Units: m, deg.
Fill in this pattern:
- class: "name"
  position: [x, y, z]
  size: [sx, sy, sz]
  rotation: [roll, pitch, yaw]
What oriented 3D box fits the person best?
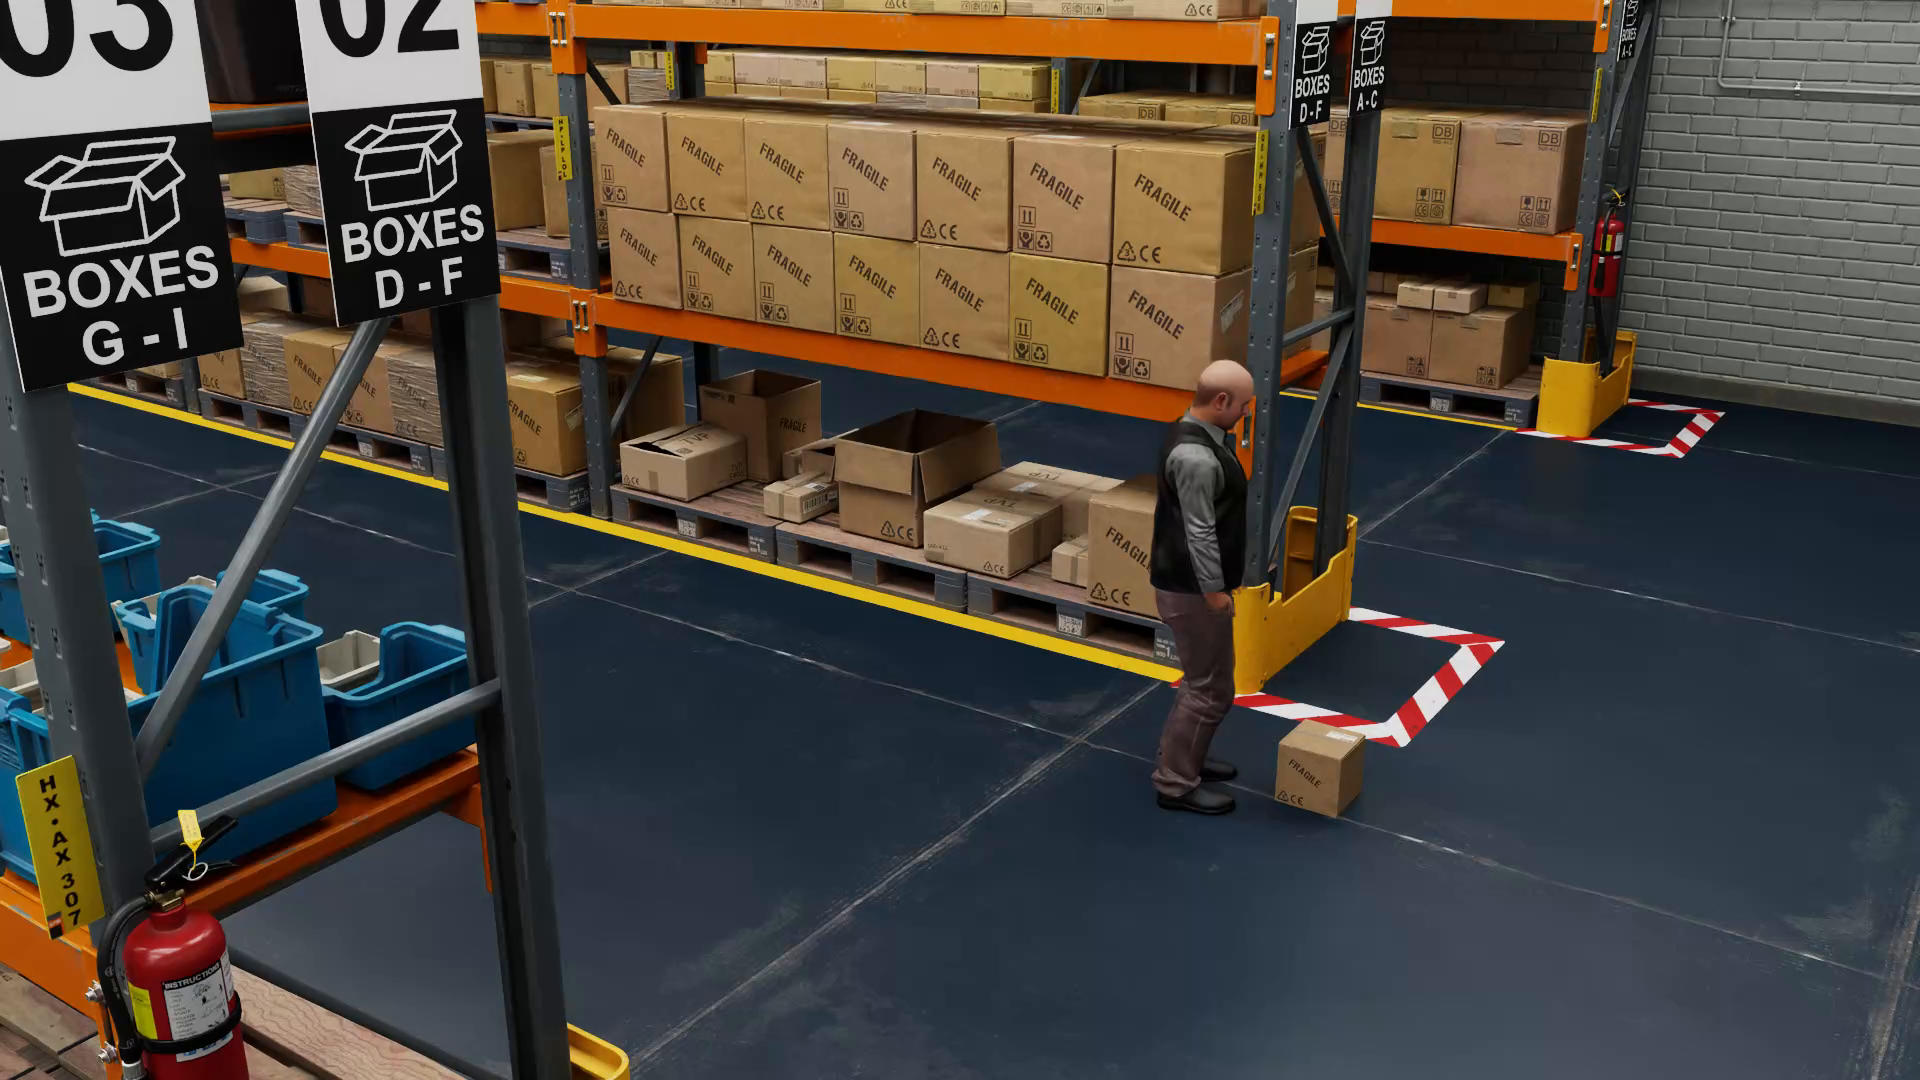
- class: "person"
  position: [0.893, 0.163, 6.197]
  size: [0.372, 1.705, 0.543]
  rotation: [3, 20, 8]
